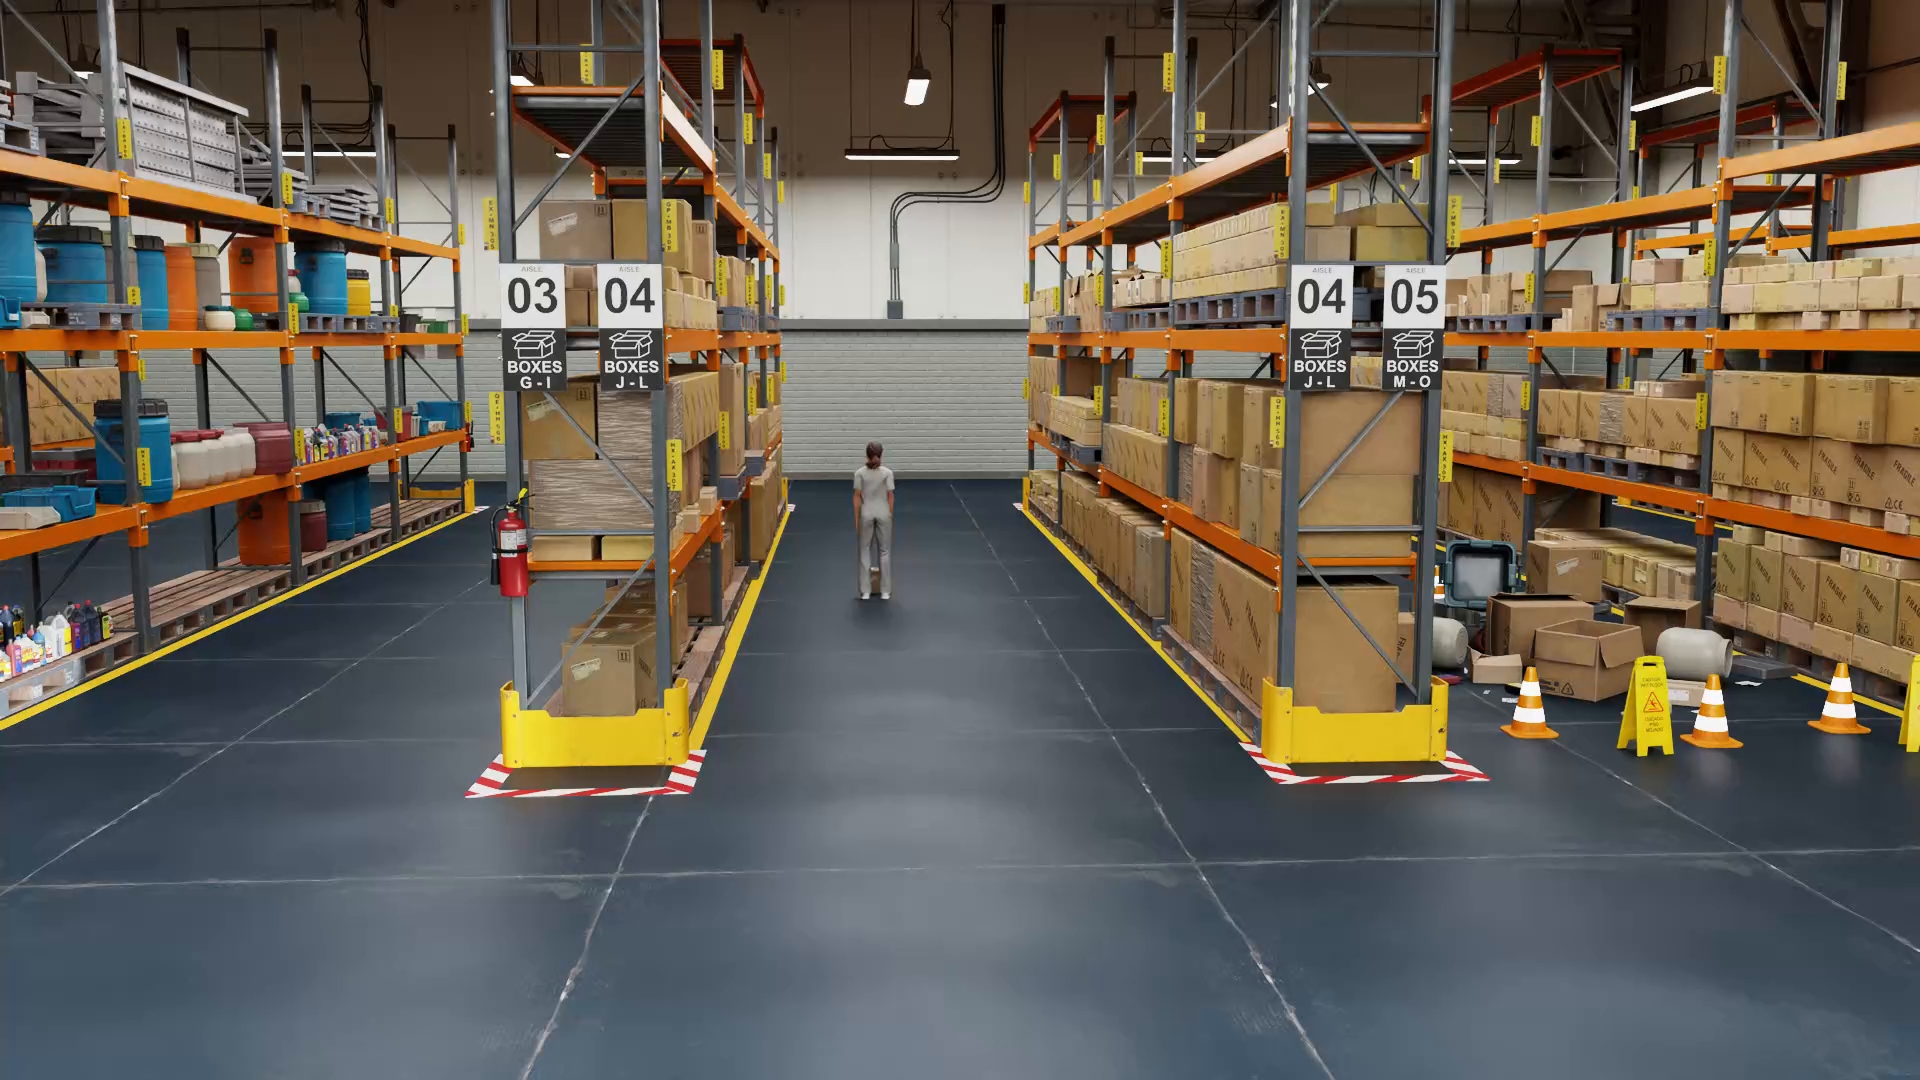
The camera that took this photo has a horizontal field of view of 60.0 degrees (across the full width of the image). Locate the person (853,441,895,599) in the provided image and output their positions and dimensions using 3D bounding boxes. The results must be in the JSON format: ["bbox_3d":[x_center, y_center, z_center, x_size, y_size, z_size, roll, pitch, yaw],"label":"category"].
[{"bbox_3d":[-0.904,-0.206,17.479,0.437,1.671,0.363,0,7,-2],"label":"person"}]
